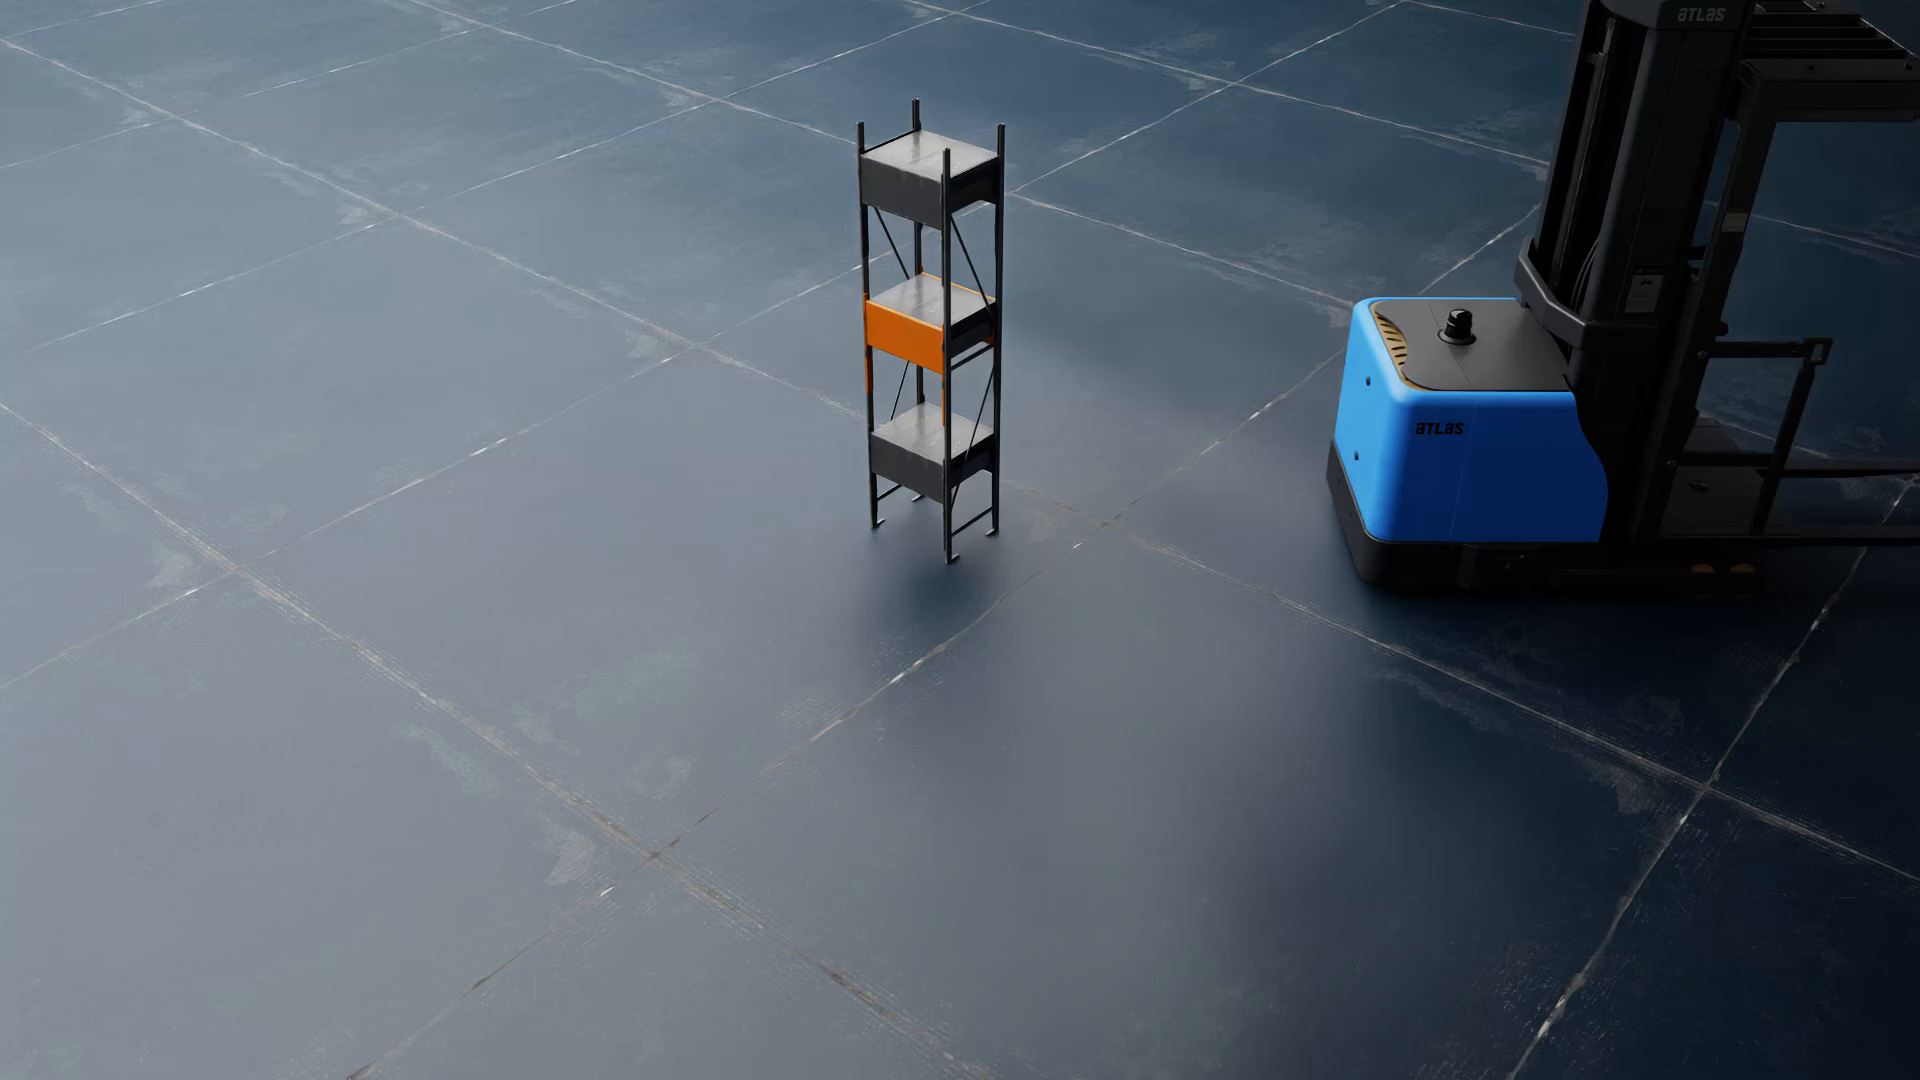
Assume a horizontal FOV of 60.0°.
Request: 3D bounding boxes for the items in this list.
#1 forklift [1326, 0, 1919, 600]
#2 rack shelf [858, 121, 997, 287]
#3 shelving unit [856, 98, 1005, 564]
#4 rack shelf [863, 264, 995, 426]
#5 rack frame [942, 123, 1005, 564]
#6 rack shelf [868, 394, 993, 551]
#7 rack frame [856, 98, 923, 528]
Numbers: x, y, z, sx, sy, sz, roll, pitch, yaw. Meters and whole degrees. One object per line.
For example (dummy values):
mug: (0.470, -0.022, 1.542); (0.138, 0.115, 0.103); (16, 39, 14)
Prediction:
forklift: (3.405, -1.231, 7.454); (3.031, 2.935, 1.130); (0, 34, 0)
rack shelf: (-0.127, -1.491, 7.354); (0.480, 0.518, 0.431); (25, 42, 32)
shelving unit: (-0.127, -0.926, 7.743); (0.503, 2.100, 0.431); (25, 42, 32)
rack shelf: (-0.127, -0.914, 7.751); (0.480, 0.518, 0.431); (25, 42, 32)
rack frame: (0.060, -0.837, 7.614); (0.015, 2.100, 0.400); (25, 42, 32)
rack shelf: (-0.127, -0.337, 8.147); (0.480, 0.518, 0.431); (25, 42, 32)
rack frame: (-0.315, -1.014, 7.872); (0.015, 2.100, 0.400); (25, 42, 32)
